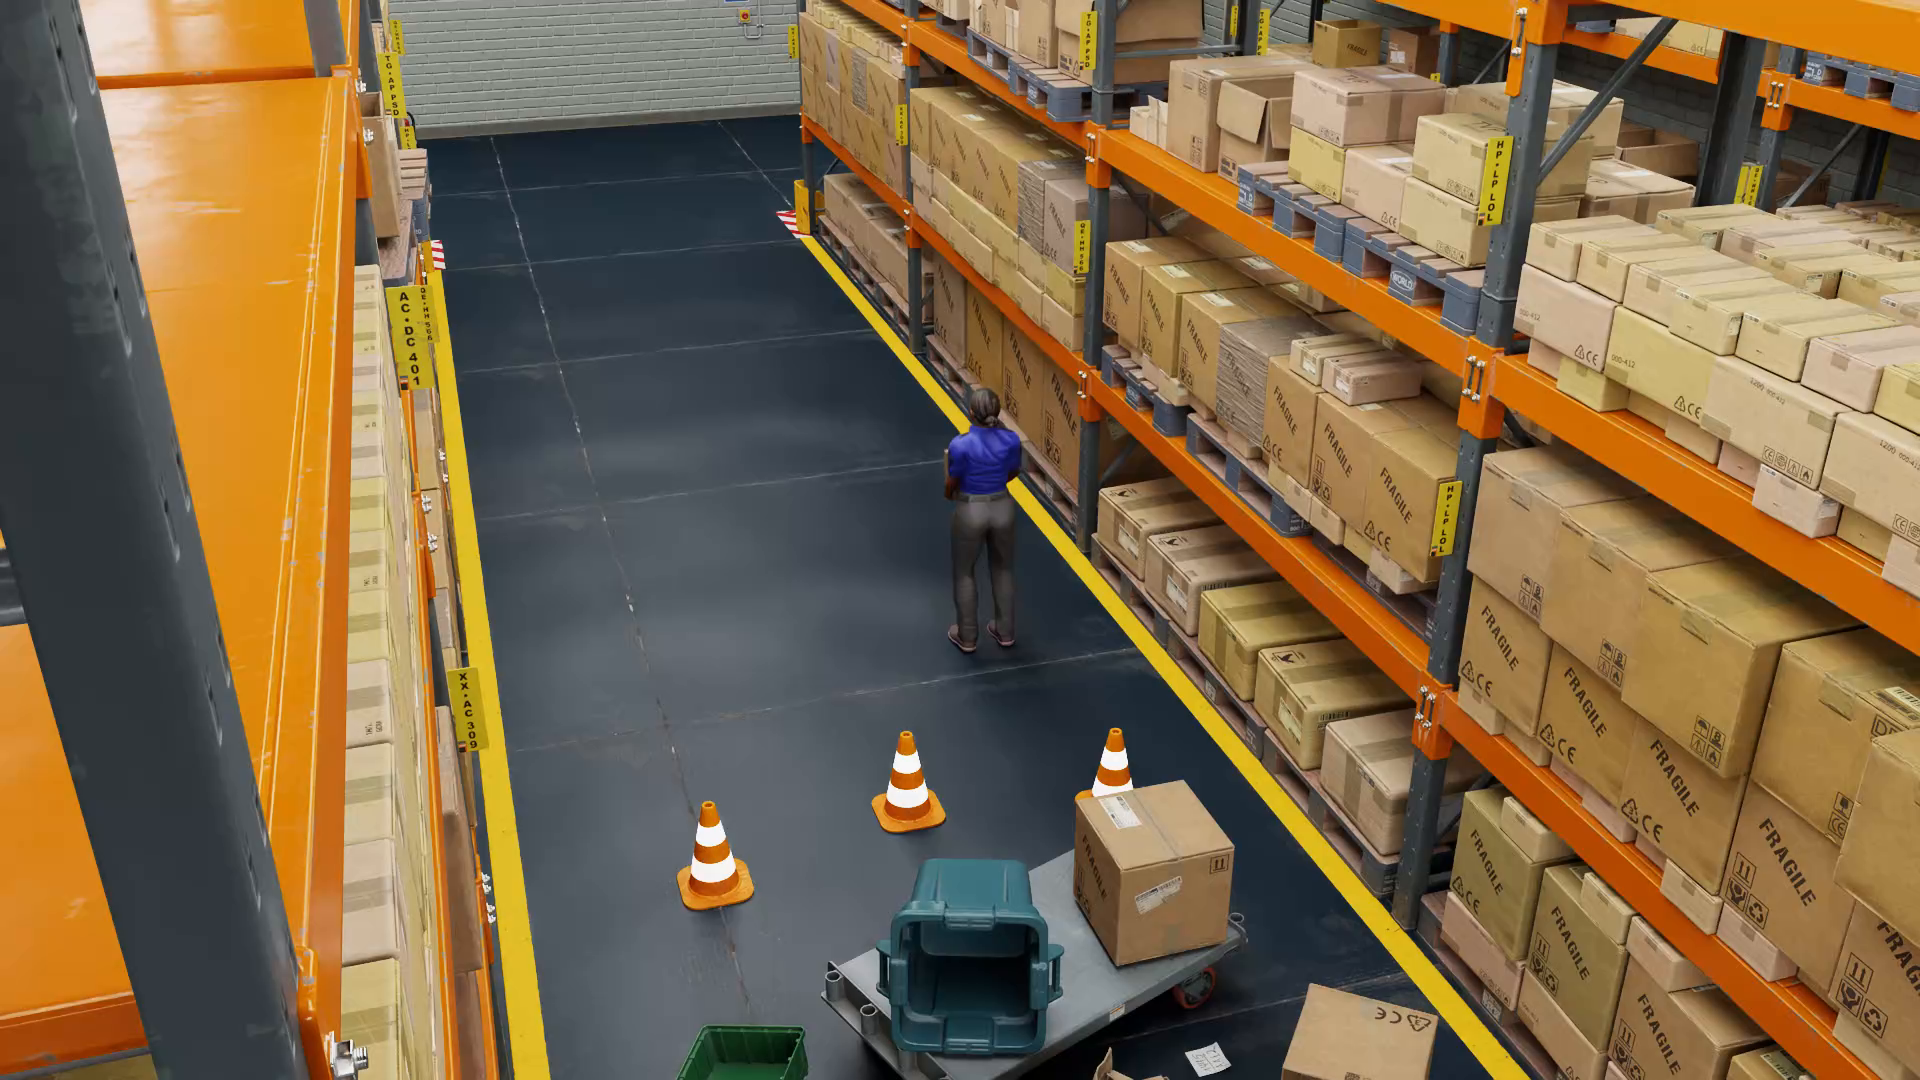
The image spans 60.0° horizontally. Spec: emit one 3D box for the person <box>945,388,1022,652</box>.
[{"bbox_3d":[0.117,-0.160,9.689,0.451,1.650,0.518,-8,28,-15],"label":"person"}]
